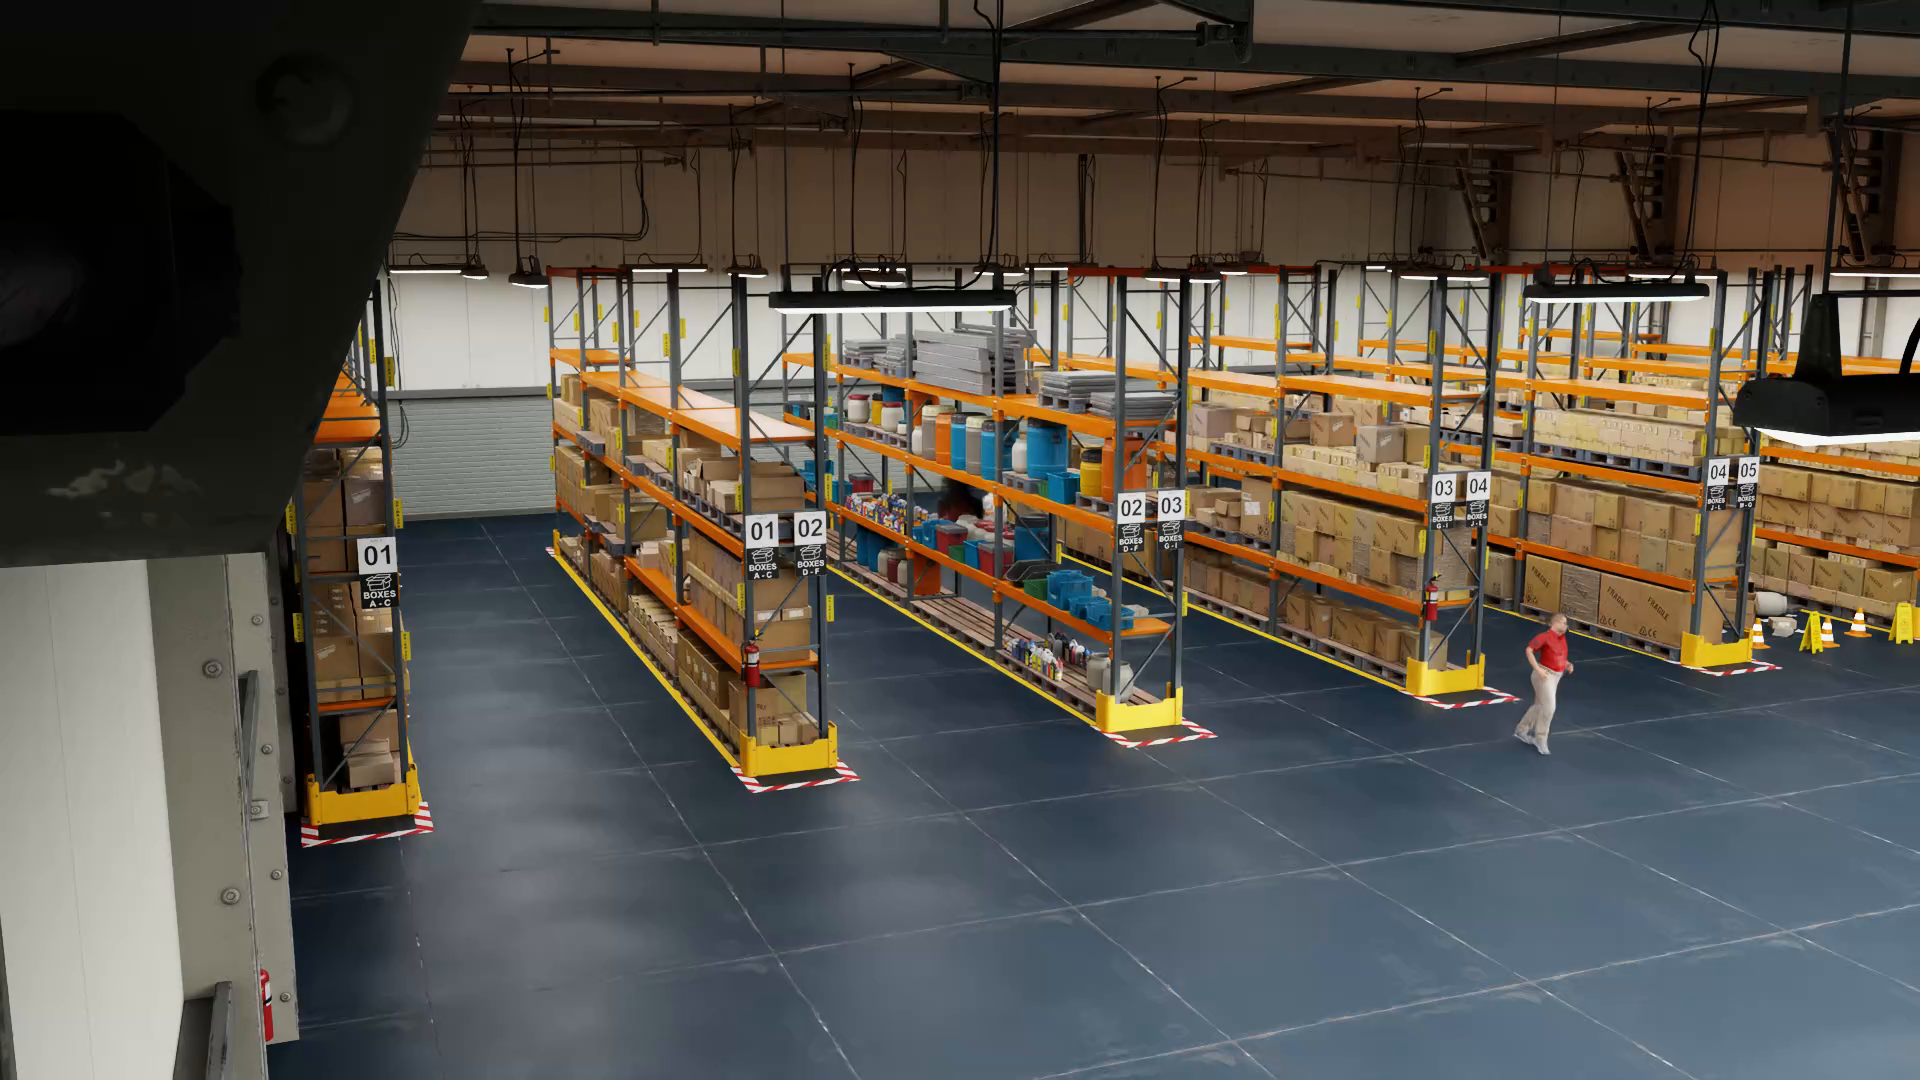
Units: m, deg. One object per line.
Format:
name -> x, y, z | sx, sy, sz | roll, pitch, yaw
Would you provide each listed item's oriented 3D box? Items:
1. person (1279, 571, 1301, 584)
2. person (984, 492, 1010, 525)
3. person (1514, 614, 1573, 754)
person -> 6.331, 0.225, 31.356 | 0.593, 1.452, 1.056 | -2, 10, -12
person -> 0.696, -0.256, 31.892 | 0.580, 1.777, 0.779 | -5, 11, -29
person -> 7.544, 1.834, 21.423 | 0.627, 1.758, 0.801 | 9, 13, 41
